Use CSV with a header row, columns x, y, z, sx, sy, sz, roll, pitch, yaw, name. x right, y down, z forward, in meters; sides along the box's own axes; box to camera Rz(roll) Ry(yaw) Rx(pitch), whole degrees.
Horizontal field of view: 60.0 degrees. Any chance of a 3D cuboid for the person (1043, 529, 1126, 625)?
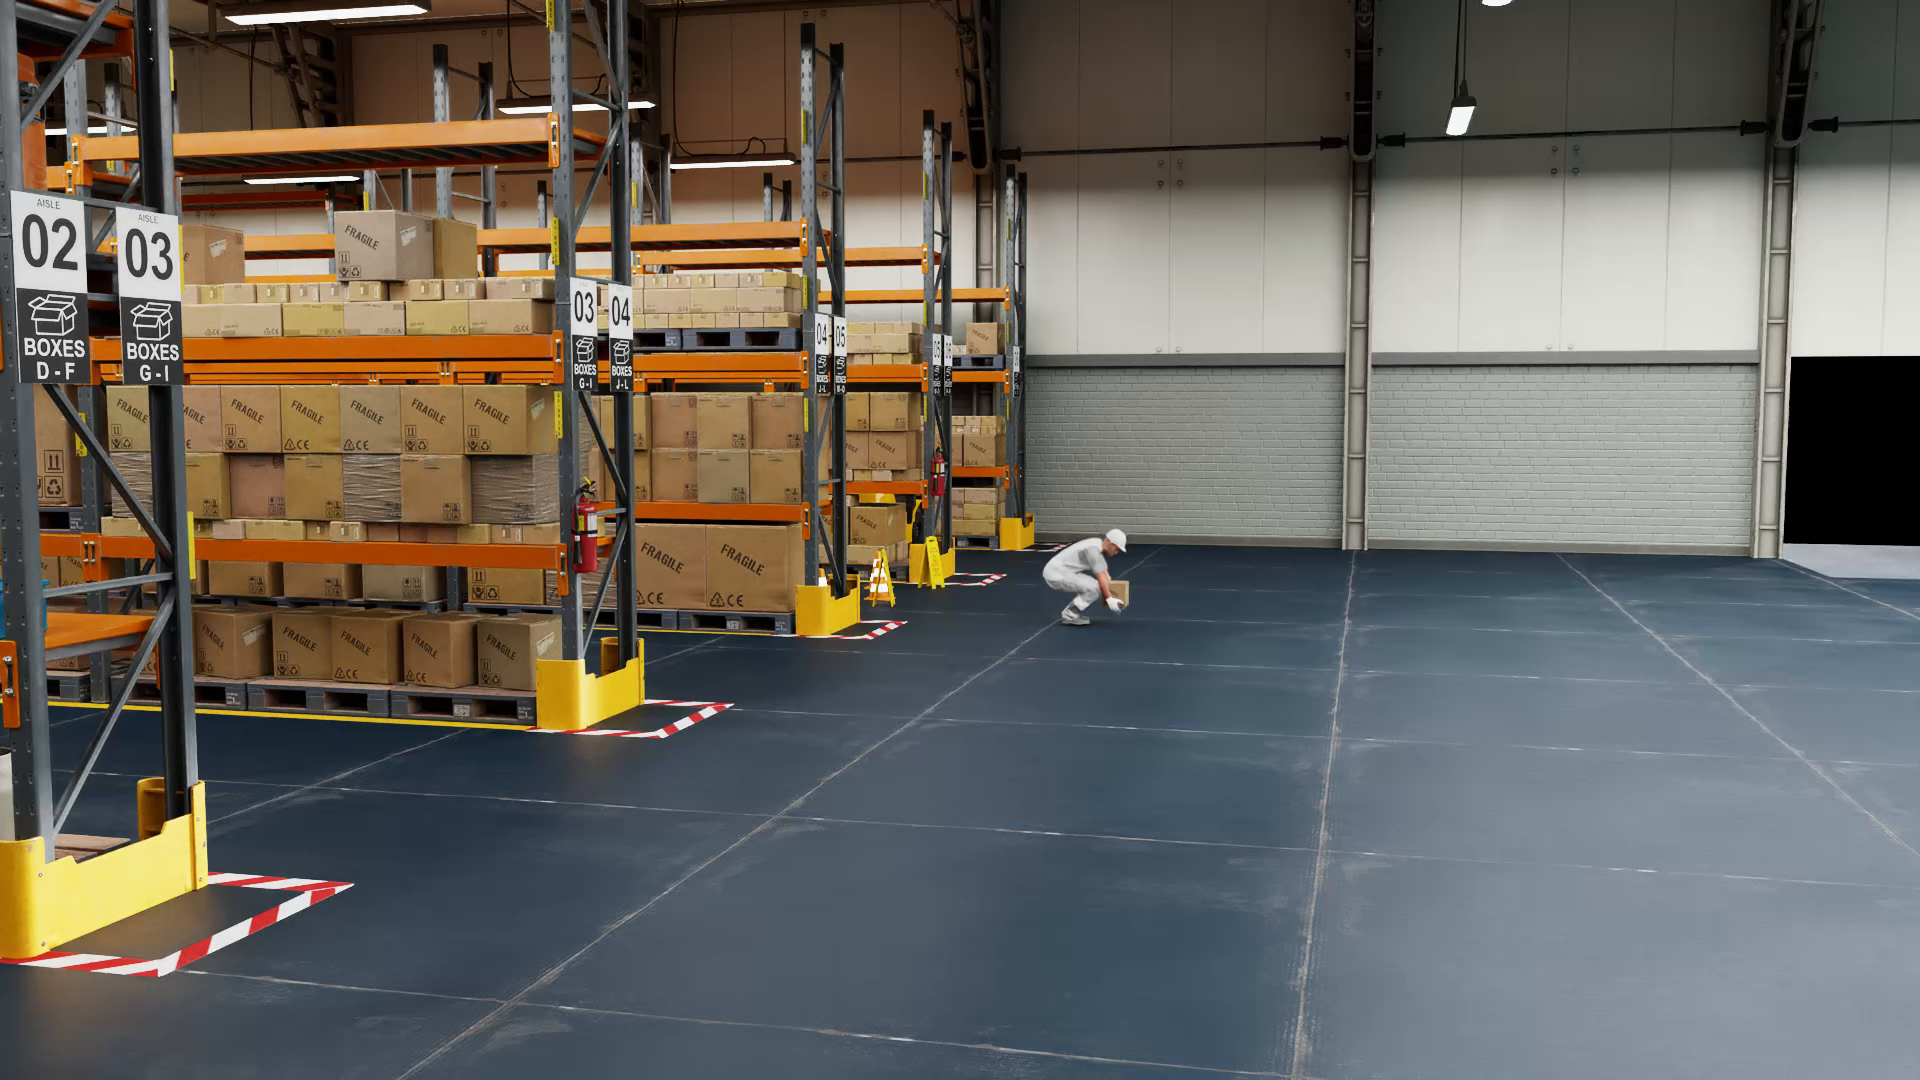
x,y,z,sx,sy,sz,roll,pitch,yaw,name
1.311,0.386,17.457,0.875,1.004,0.540,1,5,12,person
